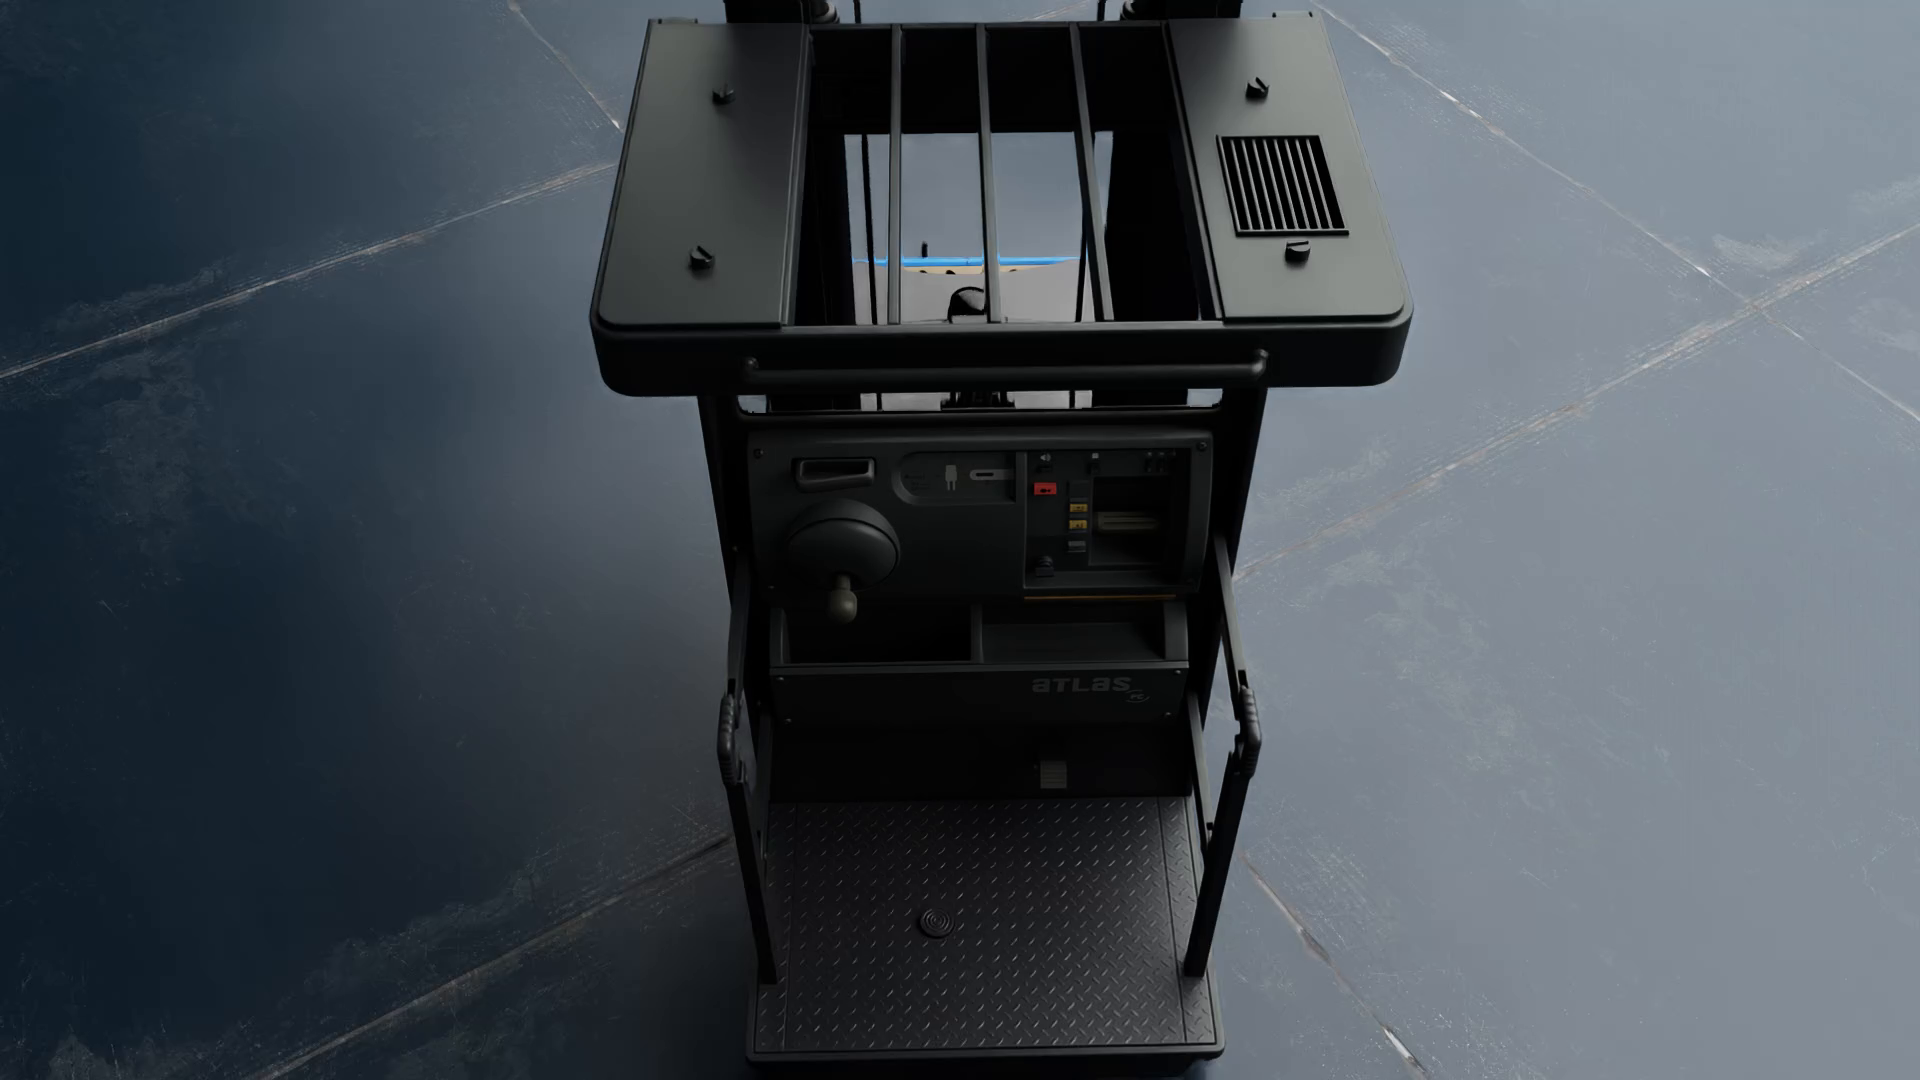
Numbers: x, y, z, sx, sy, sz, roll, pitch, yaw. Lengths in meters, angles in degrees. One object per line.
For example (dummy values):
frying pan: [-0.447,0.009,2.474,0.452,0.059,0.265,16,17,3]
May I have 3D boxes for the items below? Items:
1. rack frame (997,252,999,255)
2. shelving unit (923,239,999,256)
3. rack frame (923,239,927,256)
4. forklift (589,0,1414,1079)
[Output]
rack frame: [0.128,-0.546,5.134,0.006,0.900,0.240,-16,50,-14]
shelving unit: [0.033,-0.518,5.109,0.210,0.900,0.258,-16,50,-14]
rack frame: [-0.061,-0.490,5.084,0.006,0.900,0.240,-16,50,-14]
forklift: [0.048,0.068,3.227,1.130,2.935,3.031,-1,48,-1]
